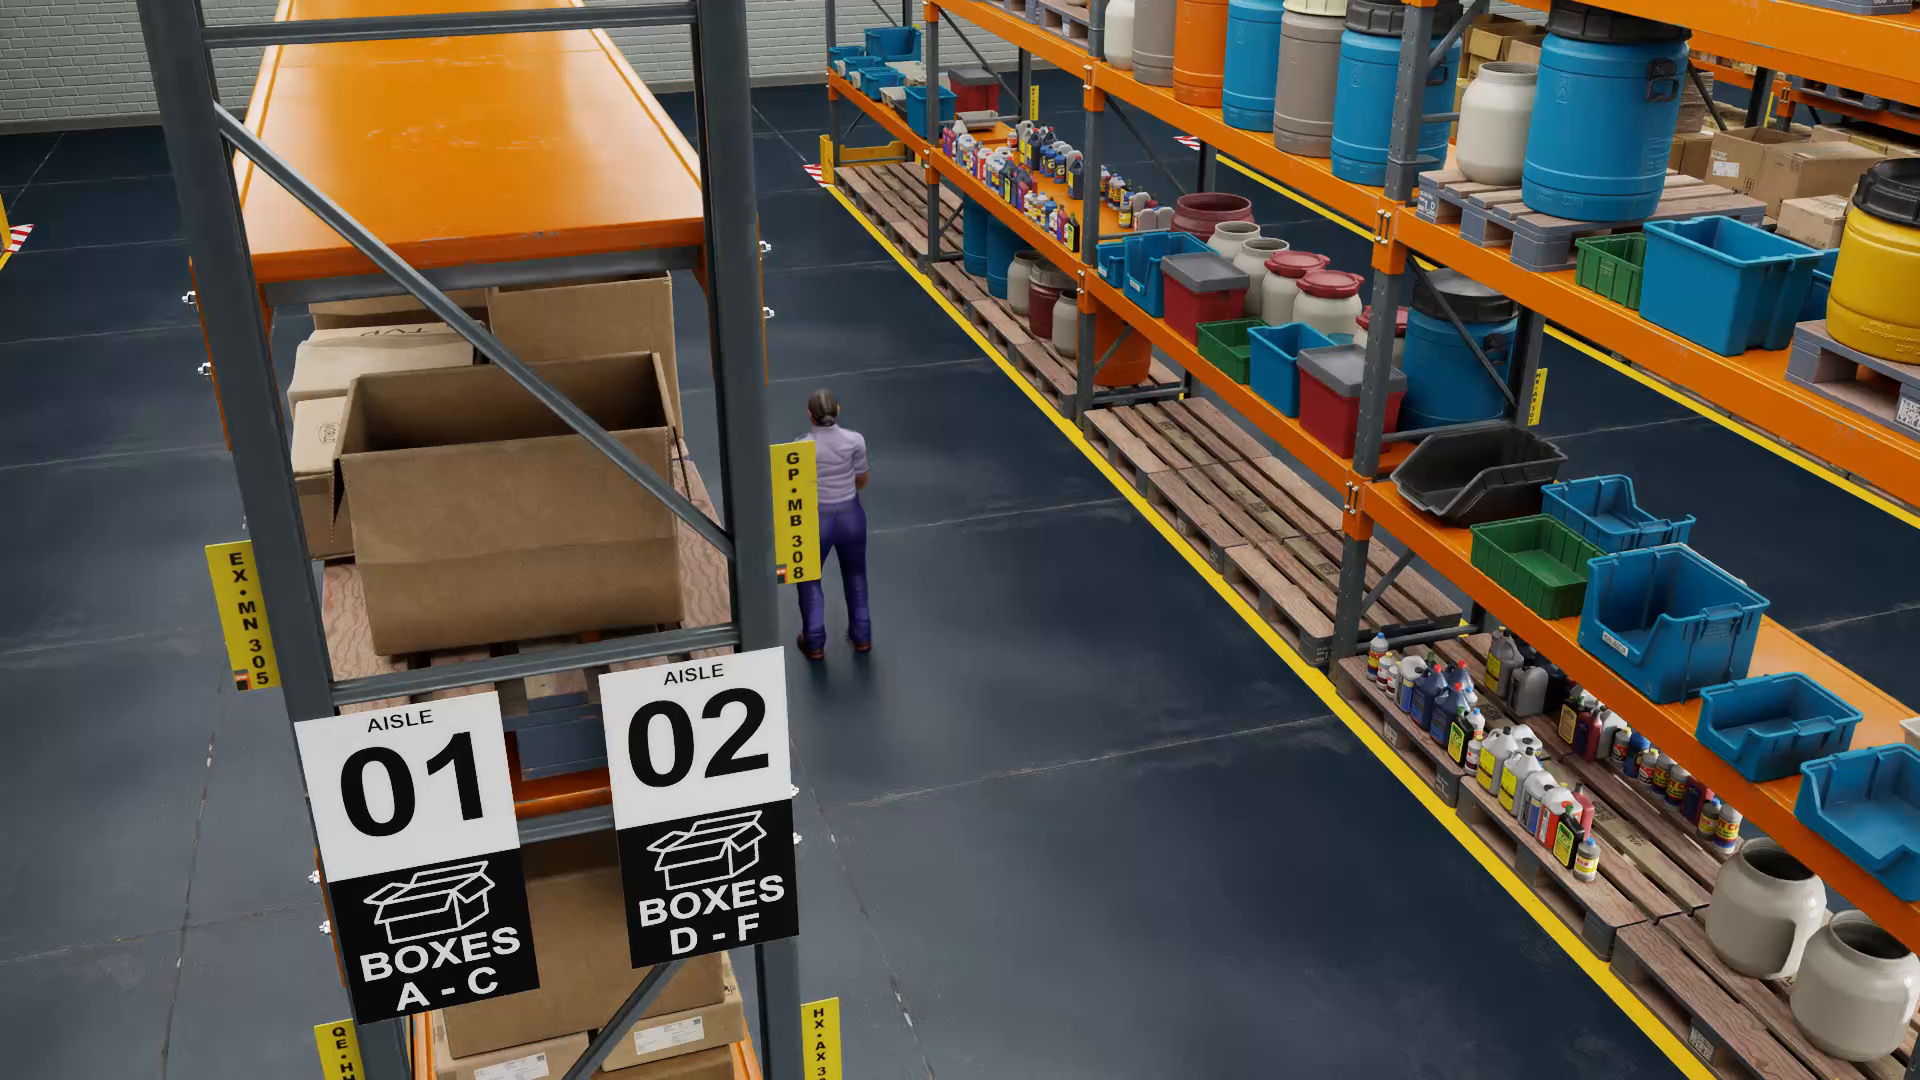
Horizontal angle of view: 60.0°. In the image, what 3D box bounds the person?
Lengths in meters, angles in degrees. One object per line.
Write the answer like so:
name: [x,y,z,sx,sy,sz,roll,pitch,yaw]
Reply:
person: [-0.769,-0.116,9.590,0.494,1.652,0.463,-9,28,-17]
